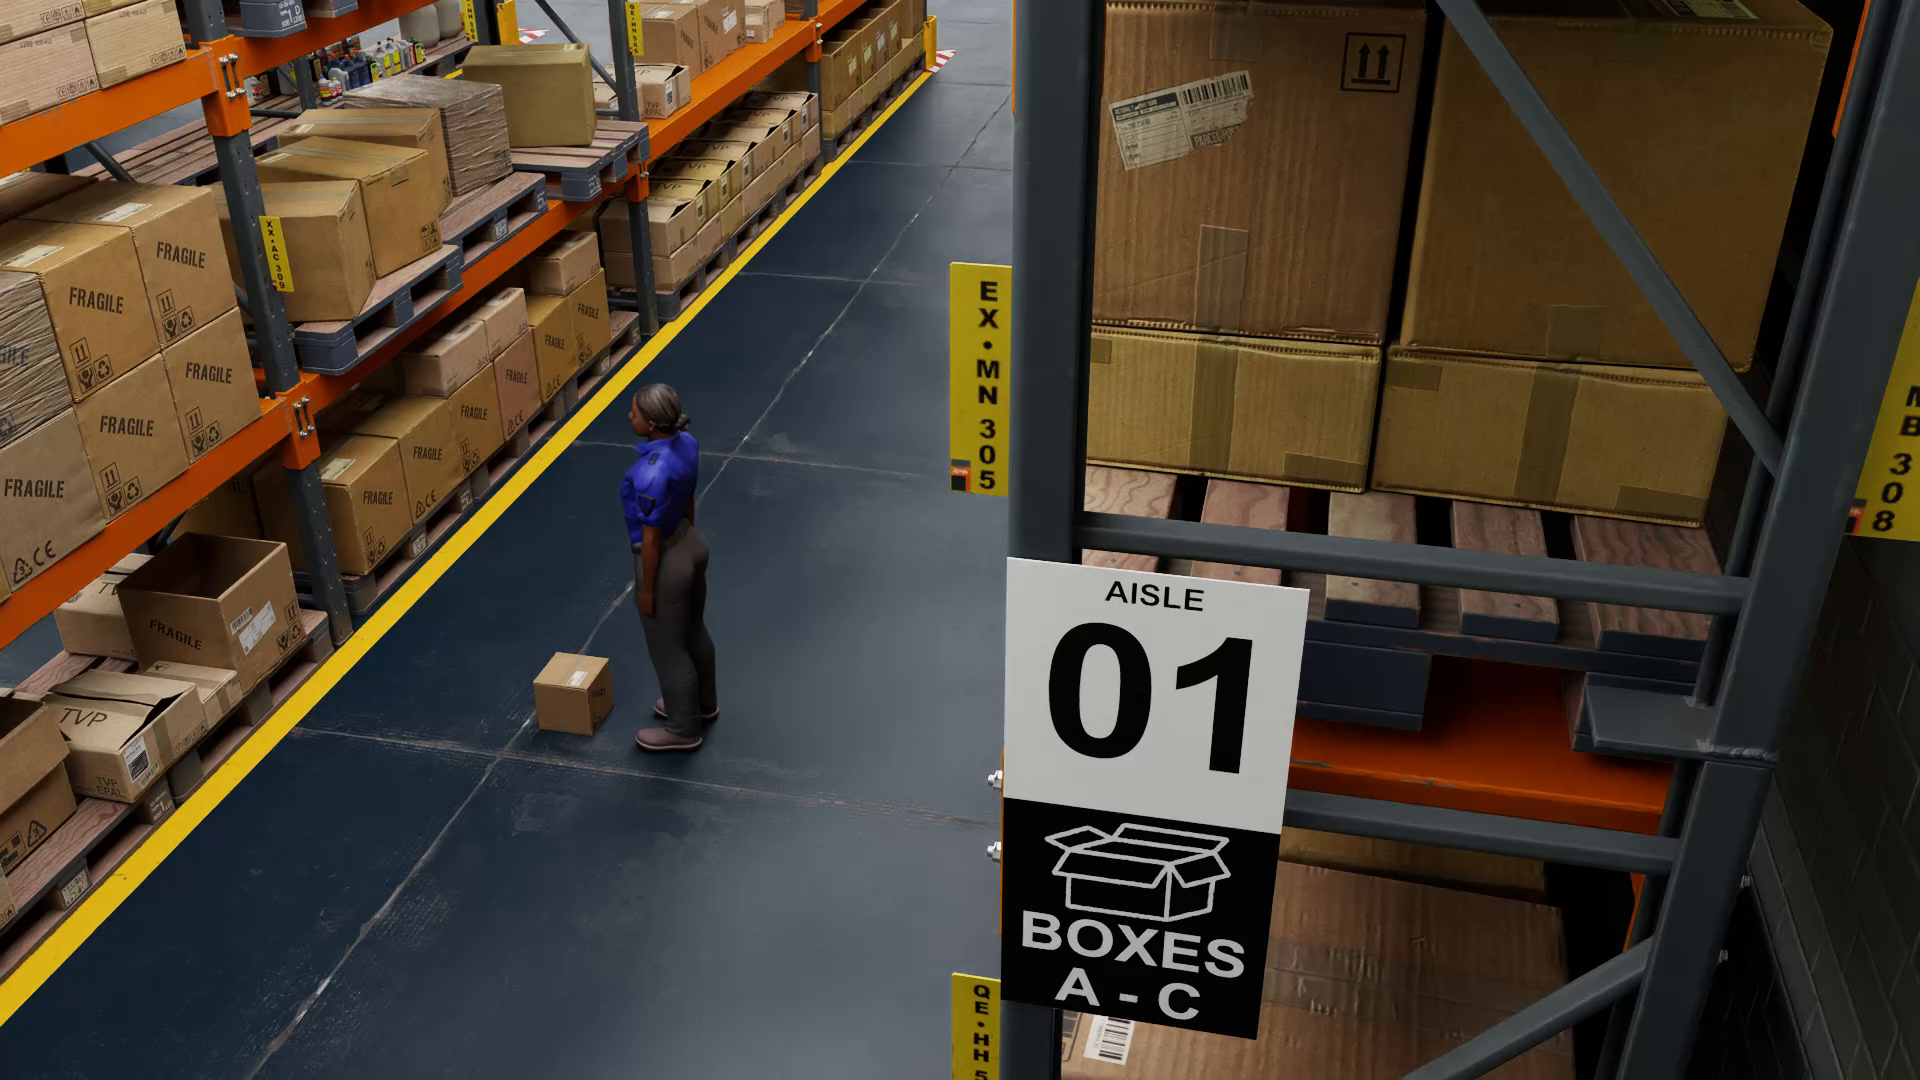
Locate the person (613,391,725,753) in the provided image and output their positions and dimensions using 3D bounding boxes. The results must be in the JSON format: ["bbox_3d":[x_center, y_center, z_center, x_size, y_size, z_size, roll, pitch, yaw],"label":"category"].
[{"bbox_3d":[-1.220,0.141,6.910,0.331,1.636,0.438,7,30,12],"label":"person"}]
